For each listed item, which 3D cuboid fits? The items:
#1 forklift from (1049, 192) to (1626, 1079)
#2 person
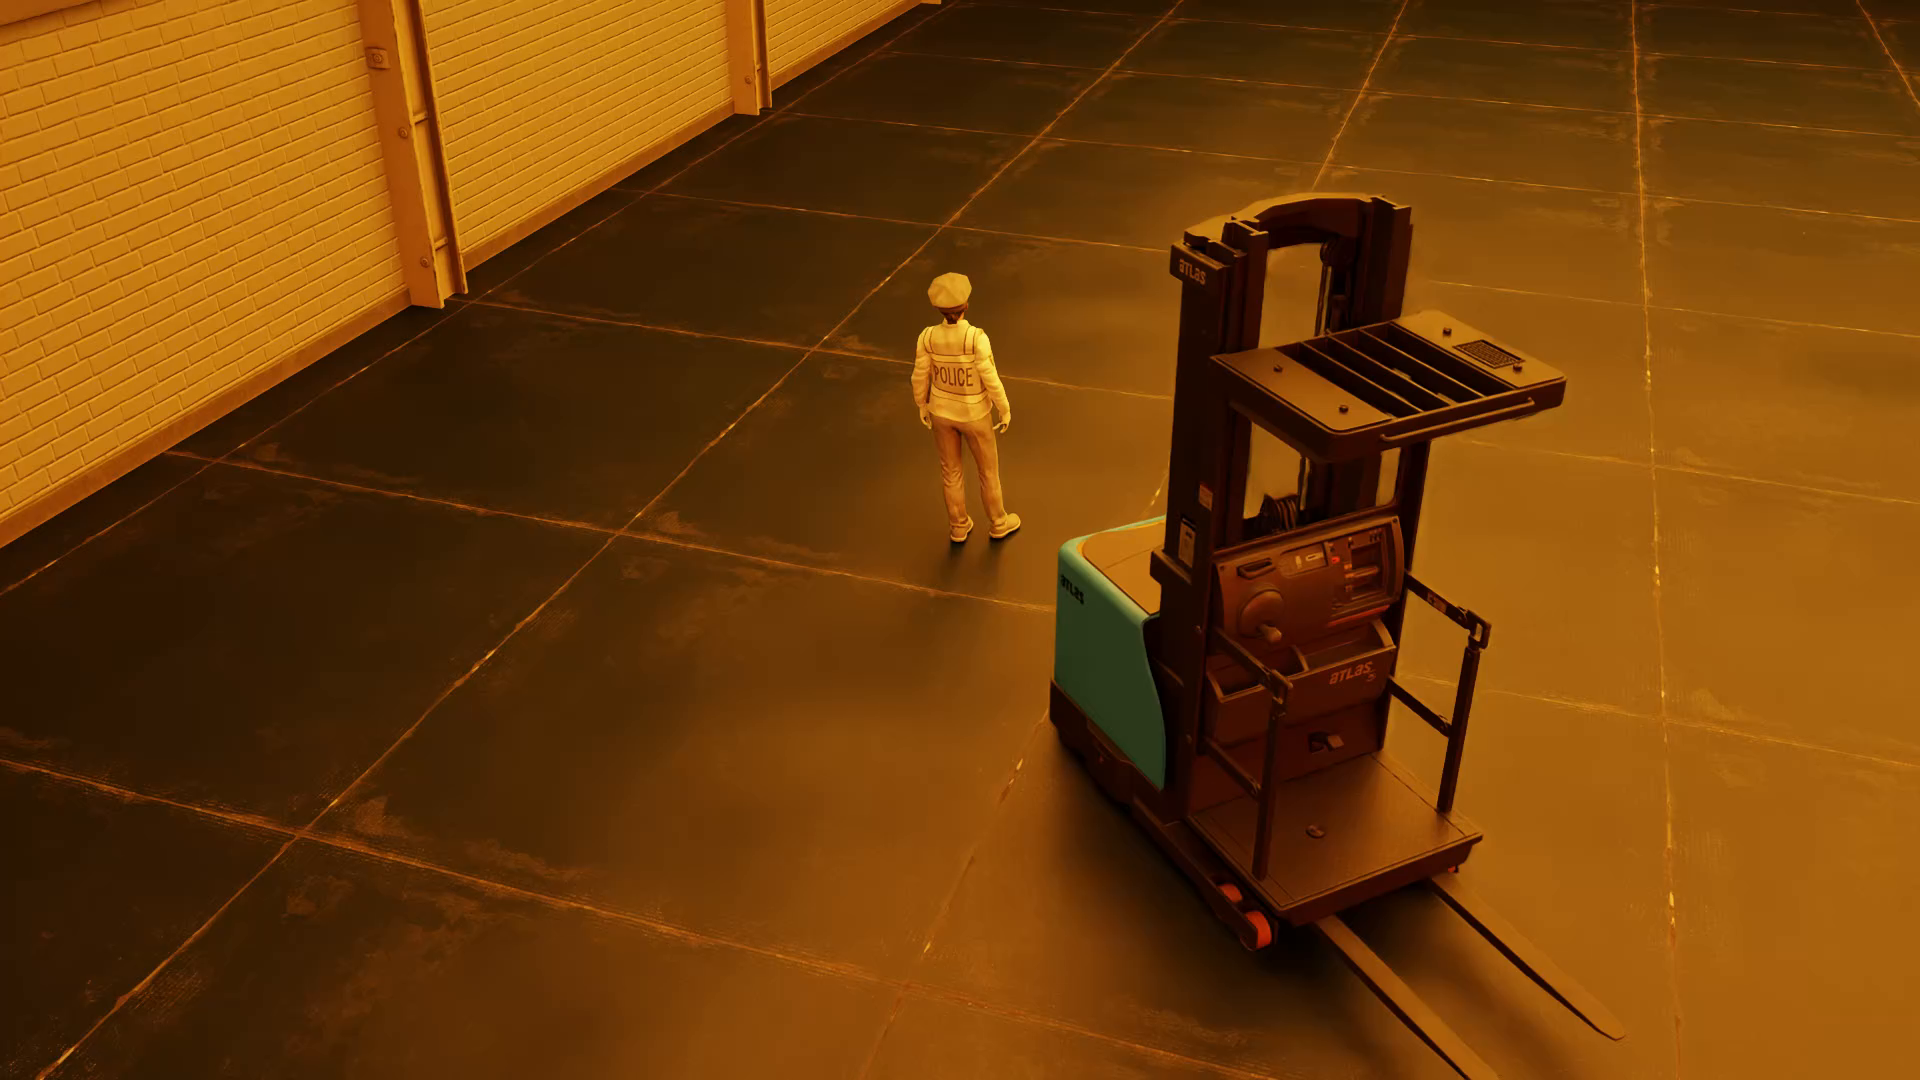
[{"bbox_3d":[1.564,0.212,6.765,1.130,2.935,3.031,-14,33,-23],"label":"forklift"},{"bbox_3d":[0.029,-0.774,9.728,0.587,1.694,0.529,10,31,16],"label":"person"}]
